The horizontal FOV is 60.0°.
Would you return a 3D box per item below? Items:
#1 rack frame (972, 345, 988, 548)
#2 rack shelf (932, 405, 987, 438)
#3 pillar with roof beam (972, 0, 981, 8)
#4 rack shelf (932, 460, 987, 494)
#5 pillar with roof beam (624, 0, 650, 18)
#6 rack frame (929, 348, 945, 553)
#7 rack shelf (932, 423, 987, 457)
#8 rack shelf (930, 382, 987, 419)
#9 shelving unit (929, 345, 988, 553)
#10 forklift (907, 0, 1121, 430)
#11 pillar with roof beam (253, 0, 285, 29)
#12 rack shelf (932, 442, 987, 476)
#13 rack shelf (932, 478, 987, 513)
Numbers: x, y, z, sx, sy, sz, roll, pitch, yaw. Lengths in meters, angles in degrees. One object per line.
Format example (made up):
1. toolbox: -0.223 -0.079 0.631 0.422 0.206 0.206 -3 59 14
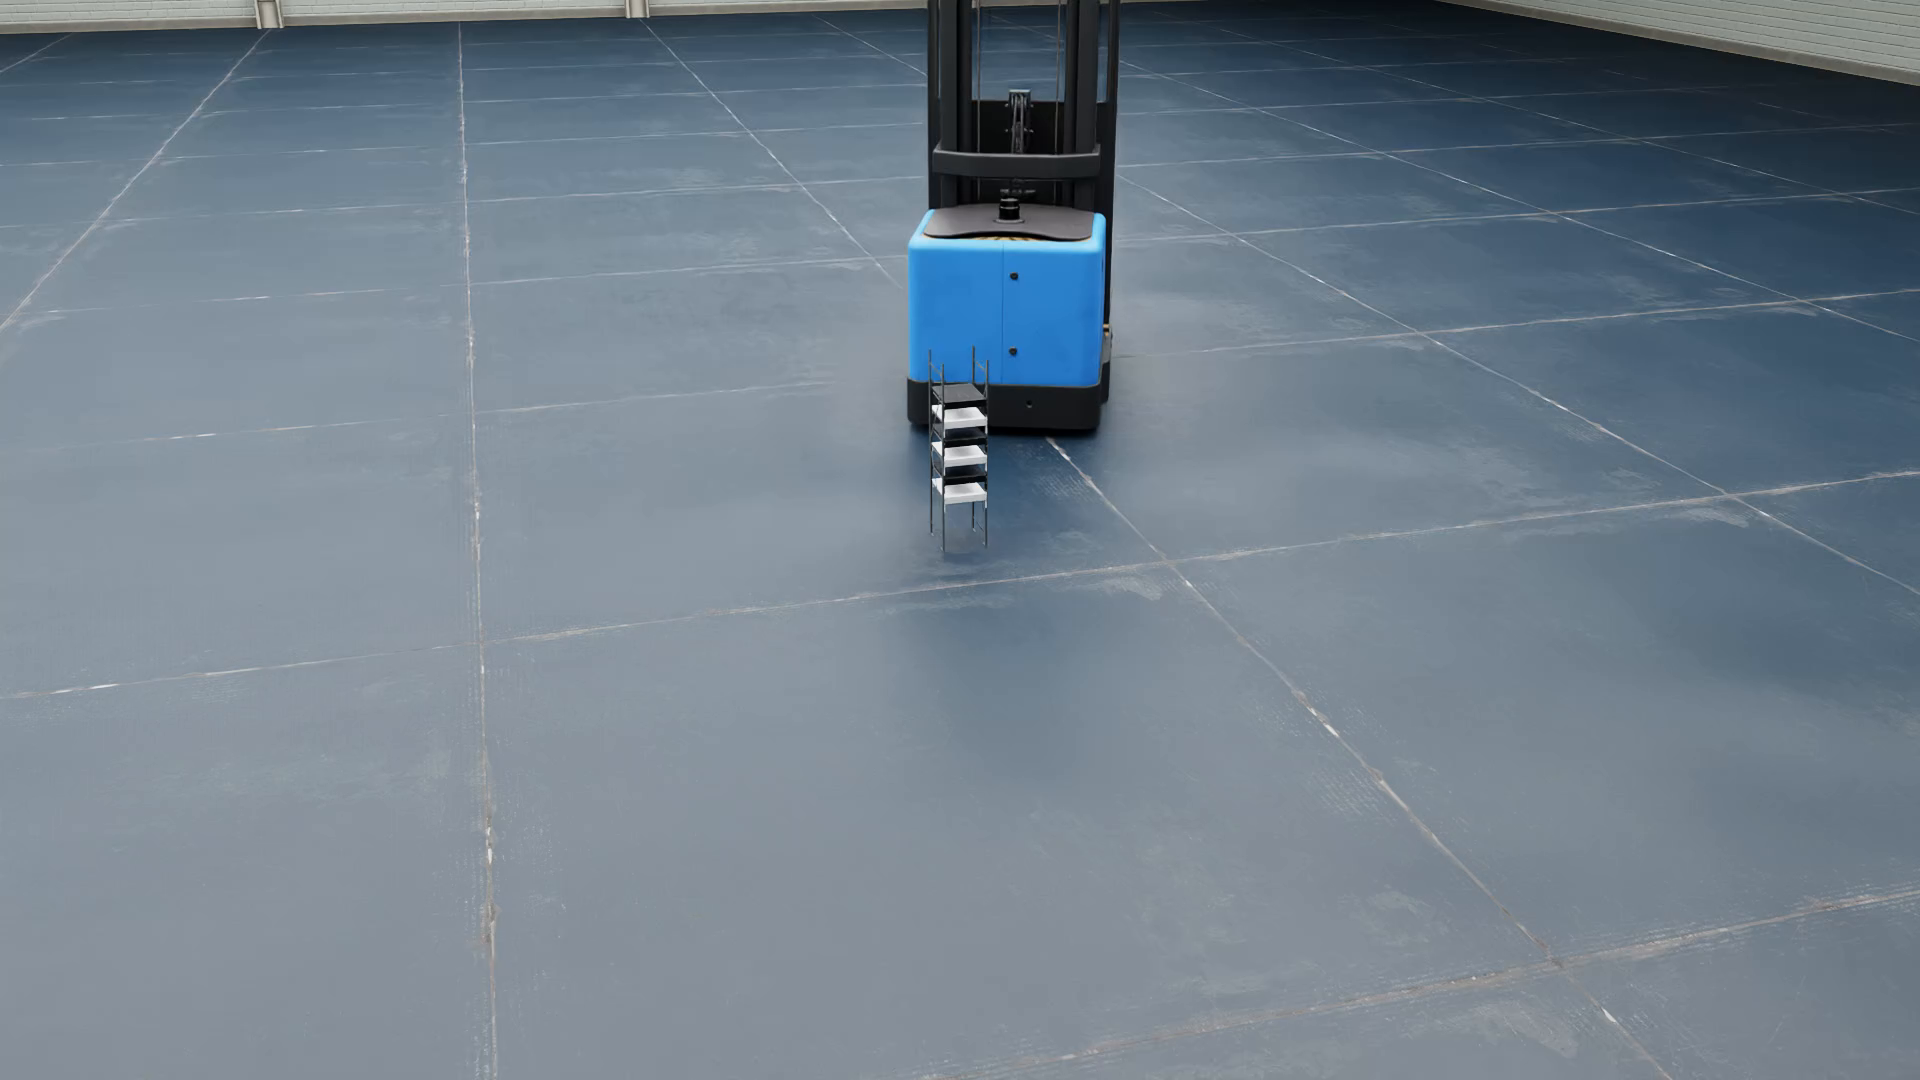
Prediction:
1. rack frame: 0.090 -0.424 7.596 0.006 0.900 0.240 -6 24 -14
2. rack shelf: -0.008 -0.547 7.513 0.200 0.077 0.258 -6 24 -14
3. pillar with roof beam: 1.308 -12.275 24.945 0.400 9.000 9.100 -6 24 -14
4. rack shelf: -0.008 -0.299 7.619 0.200 0.077 0.258 -6 24 -14
5. pillar with roof beam: -4.469 -11.636 23.455 0.400 9.000 9.100 -6 24 -14
6. rack frame: -0.106 -0.402 7.545 0.006 0.900 0.240 -6 24 -14
7. rack shelf: -0.008 -0.465 7.548 0.200 0.077 0.258 -6 24 -14
8. rack shelf: -0.008 -0.630 7.477 0.200 0.077 0.258 -6 24 -14
9. shelving unit: -0.008 -0.413 7.571 0.210 0.900 0.258 -6 24 -14
10. forklift: 0.384 -2.486 9.826 1.130 2.935 3.031 2 23 6
11. pillar with roof beam: -10.246 -10.997 21.966 0.400 9.000 9.100 -6 24 -14
12. rack shelf: -0.008 -0.382 7.584 0.200 0.077 0.258 -6 24 -14
13. rack shelf: -0.008 -0.217 7.655 0.200 0.077 0.258 -6 24 -14
